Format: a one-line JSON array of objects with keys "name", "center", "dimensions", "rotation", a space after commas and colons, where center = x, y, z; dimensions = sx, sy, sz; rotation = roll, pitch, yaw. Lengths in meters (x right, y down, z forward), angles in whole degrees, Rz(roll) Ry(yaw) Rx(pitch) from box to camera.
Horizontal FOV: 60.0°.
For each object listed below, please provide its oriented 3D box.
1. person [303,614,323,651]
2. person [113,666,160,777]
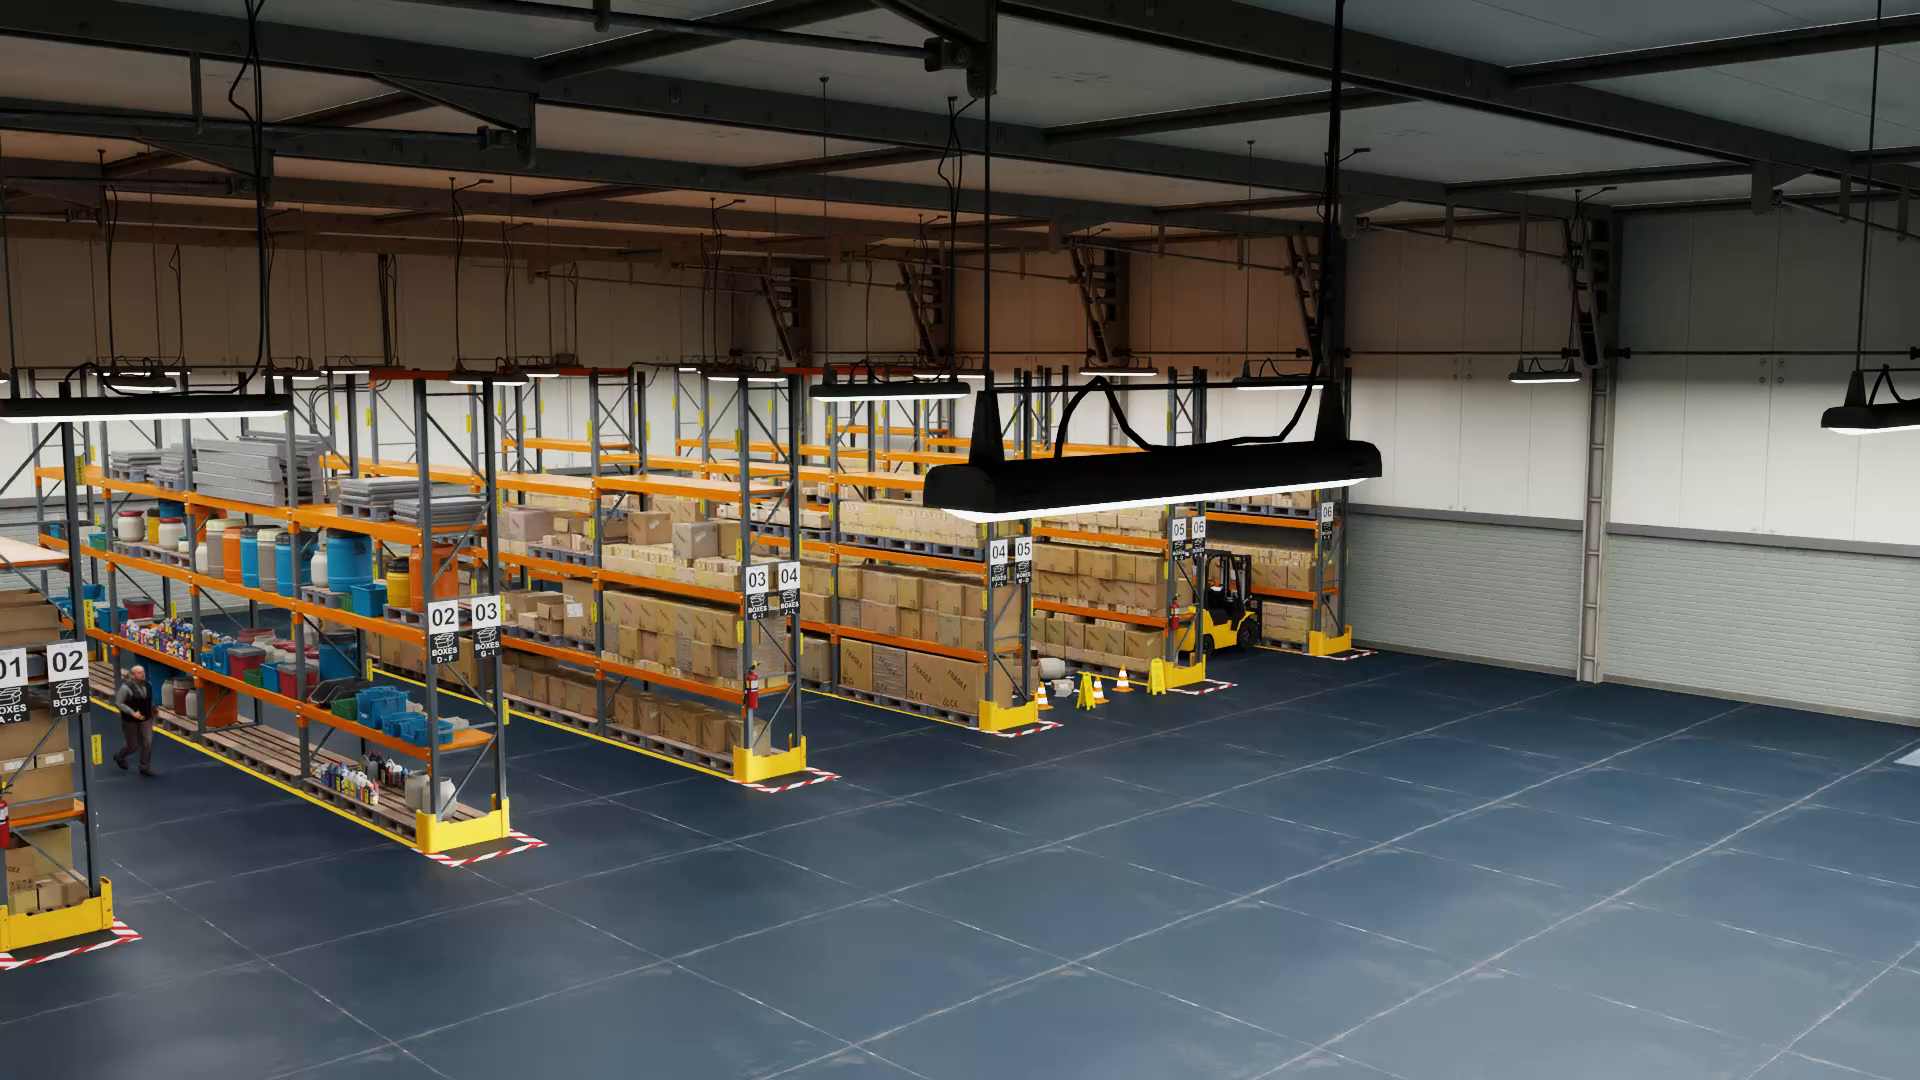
[{"name": "person", "center": [-12.765, 1.833, 32.644], "dimensions": [0.788, 1.706, 0.497], "rotation": [6, 9, 42]}, {"name": "person", "center": [-12.398, 2.696, 24.927], "dimensions": [0.813, 1.681, 0.654], "rotation": [4, 8, 31]}]
